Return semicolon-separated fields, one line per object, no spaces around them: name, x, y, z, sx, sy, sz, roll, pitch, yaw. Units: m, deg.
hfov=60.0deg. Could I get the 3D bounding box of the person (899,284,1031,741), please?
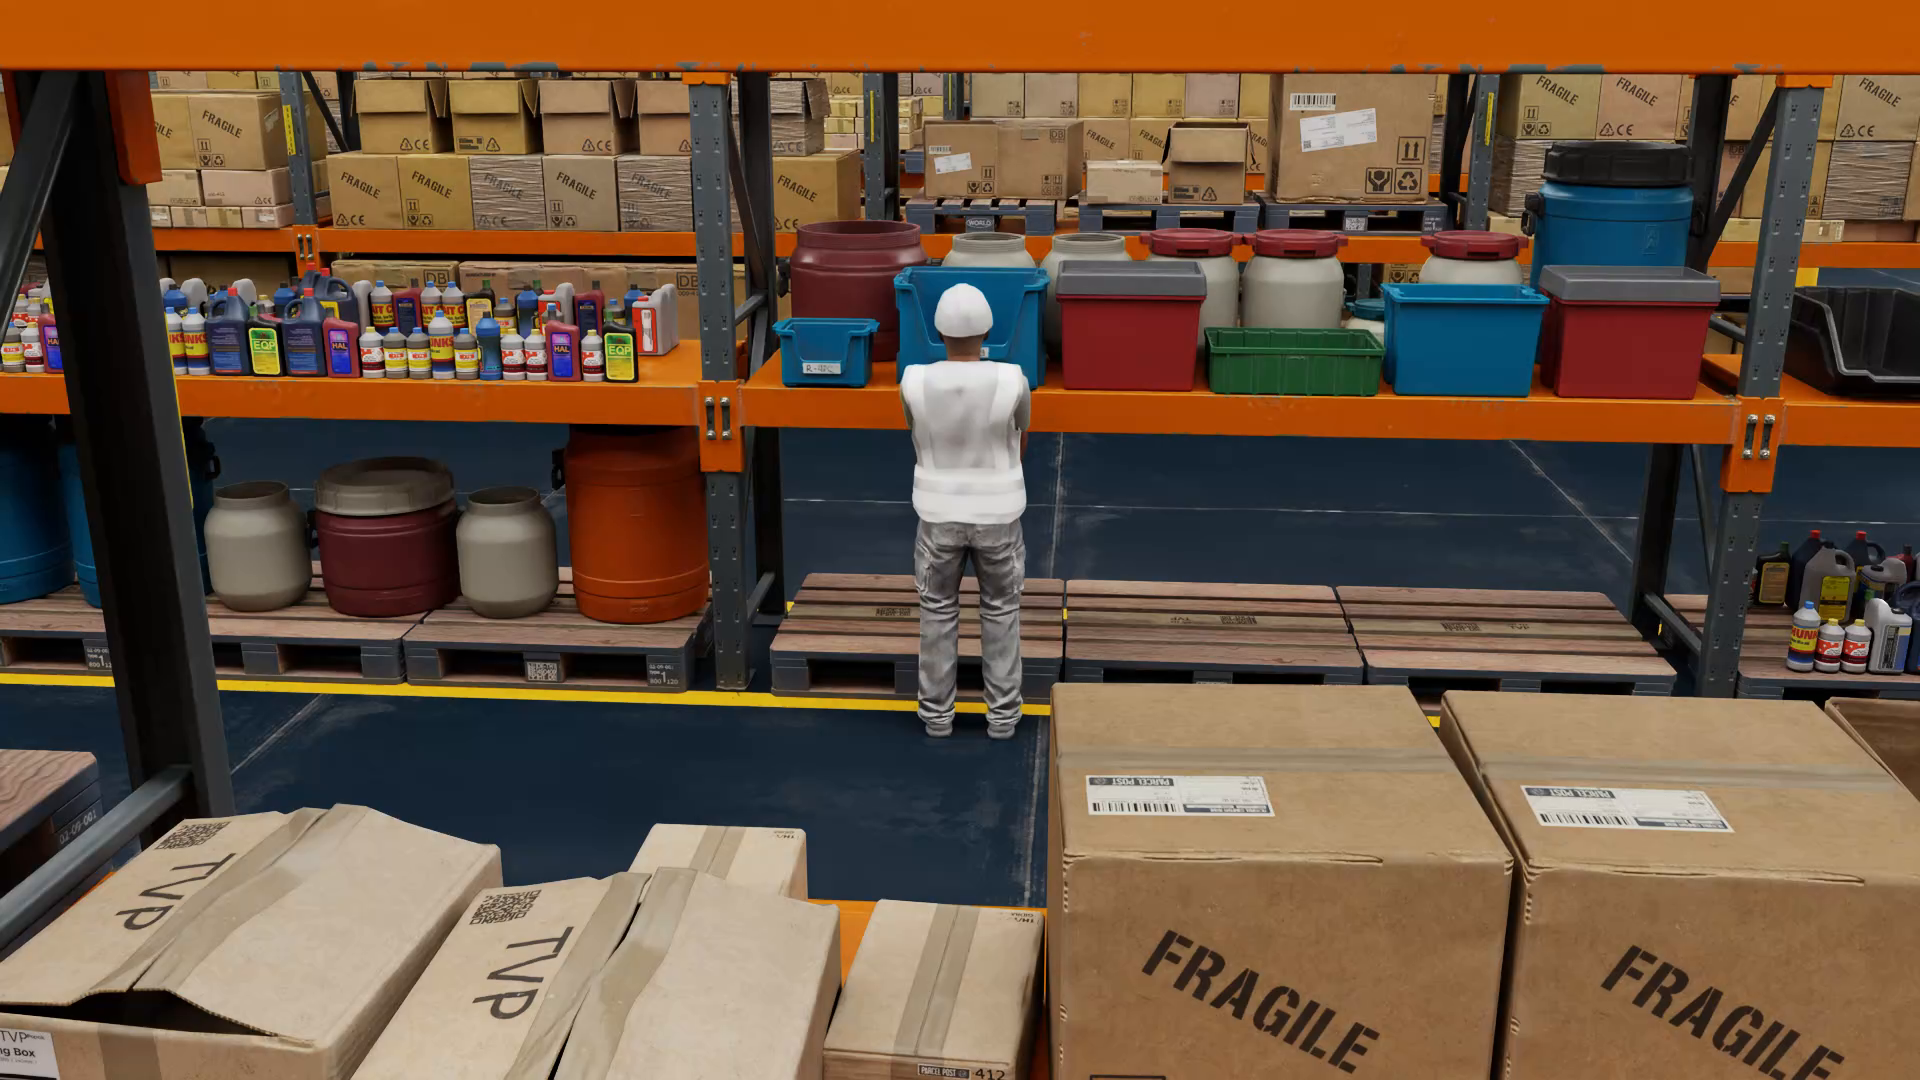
person;0.030;-0.125;6.424;0.487;1.778;0.584;1;17;4
